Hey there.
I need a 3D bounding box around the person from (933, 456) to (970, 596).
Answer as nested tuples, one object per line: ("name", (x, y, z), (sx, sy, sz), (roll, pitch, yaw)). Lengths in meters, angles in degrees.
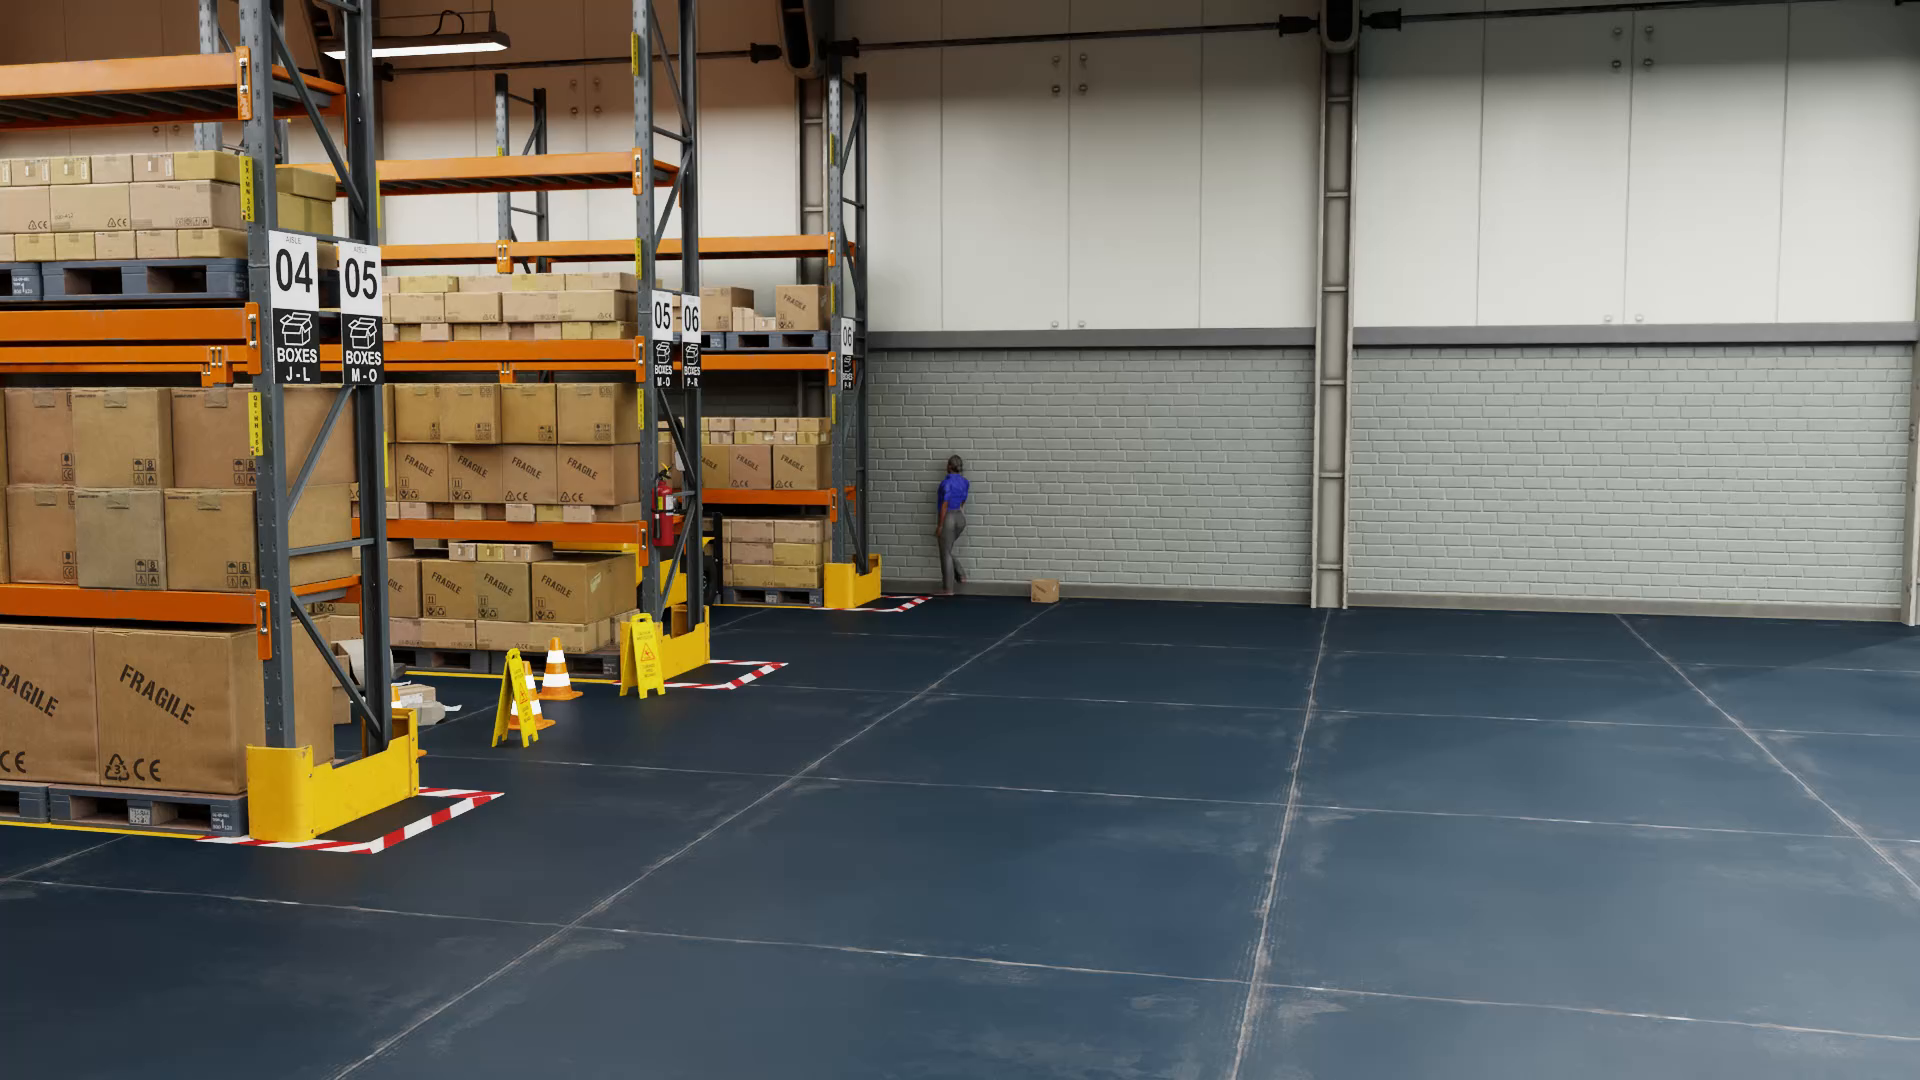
("person", (-0.130, -0.171, 19.604), (0.503, 1.646, 0.446), (5, 7, 43))
